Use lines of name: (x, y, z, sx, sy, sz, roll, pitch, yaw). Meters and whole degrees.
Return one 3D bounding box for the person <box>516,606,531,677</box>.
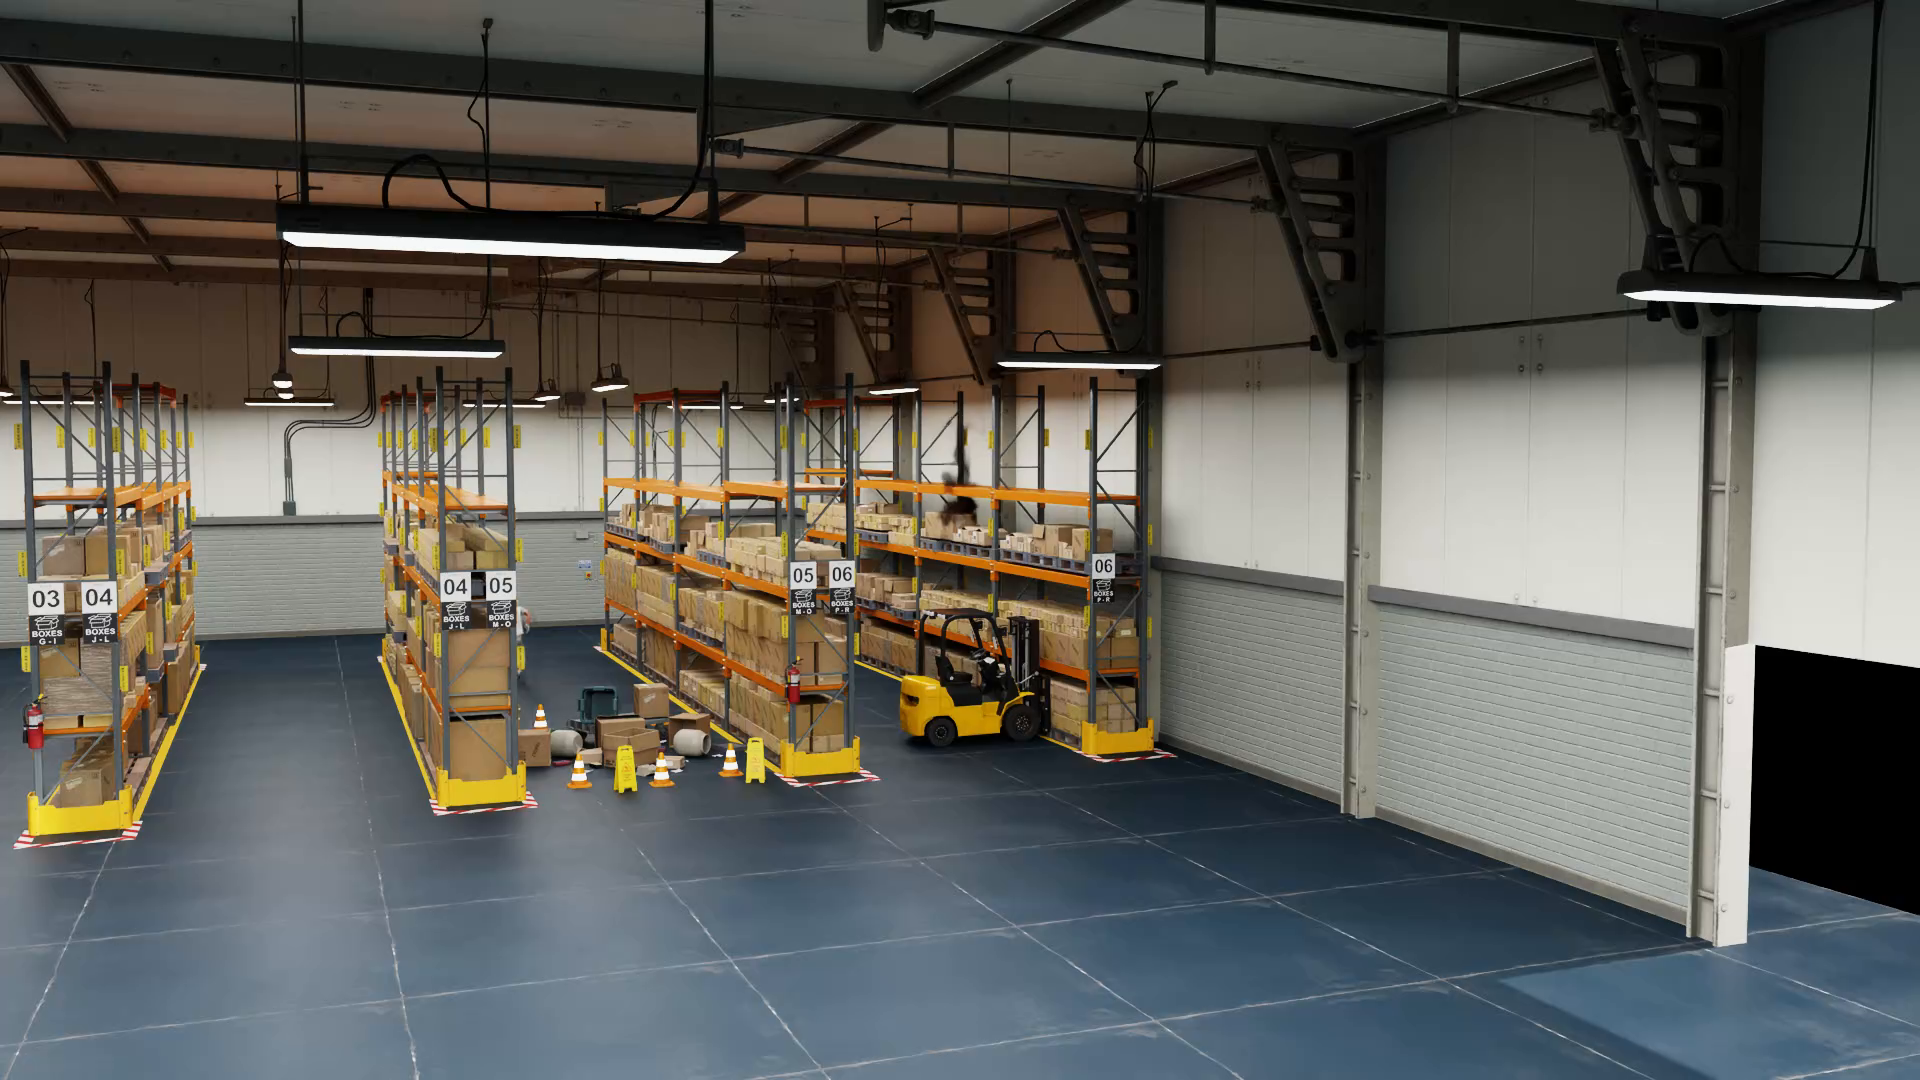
person: (-9.295, 2.045, 34.685, 0.653, 1.794, 0.994, -2, 4, -28)
